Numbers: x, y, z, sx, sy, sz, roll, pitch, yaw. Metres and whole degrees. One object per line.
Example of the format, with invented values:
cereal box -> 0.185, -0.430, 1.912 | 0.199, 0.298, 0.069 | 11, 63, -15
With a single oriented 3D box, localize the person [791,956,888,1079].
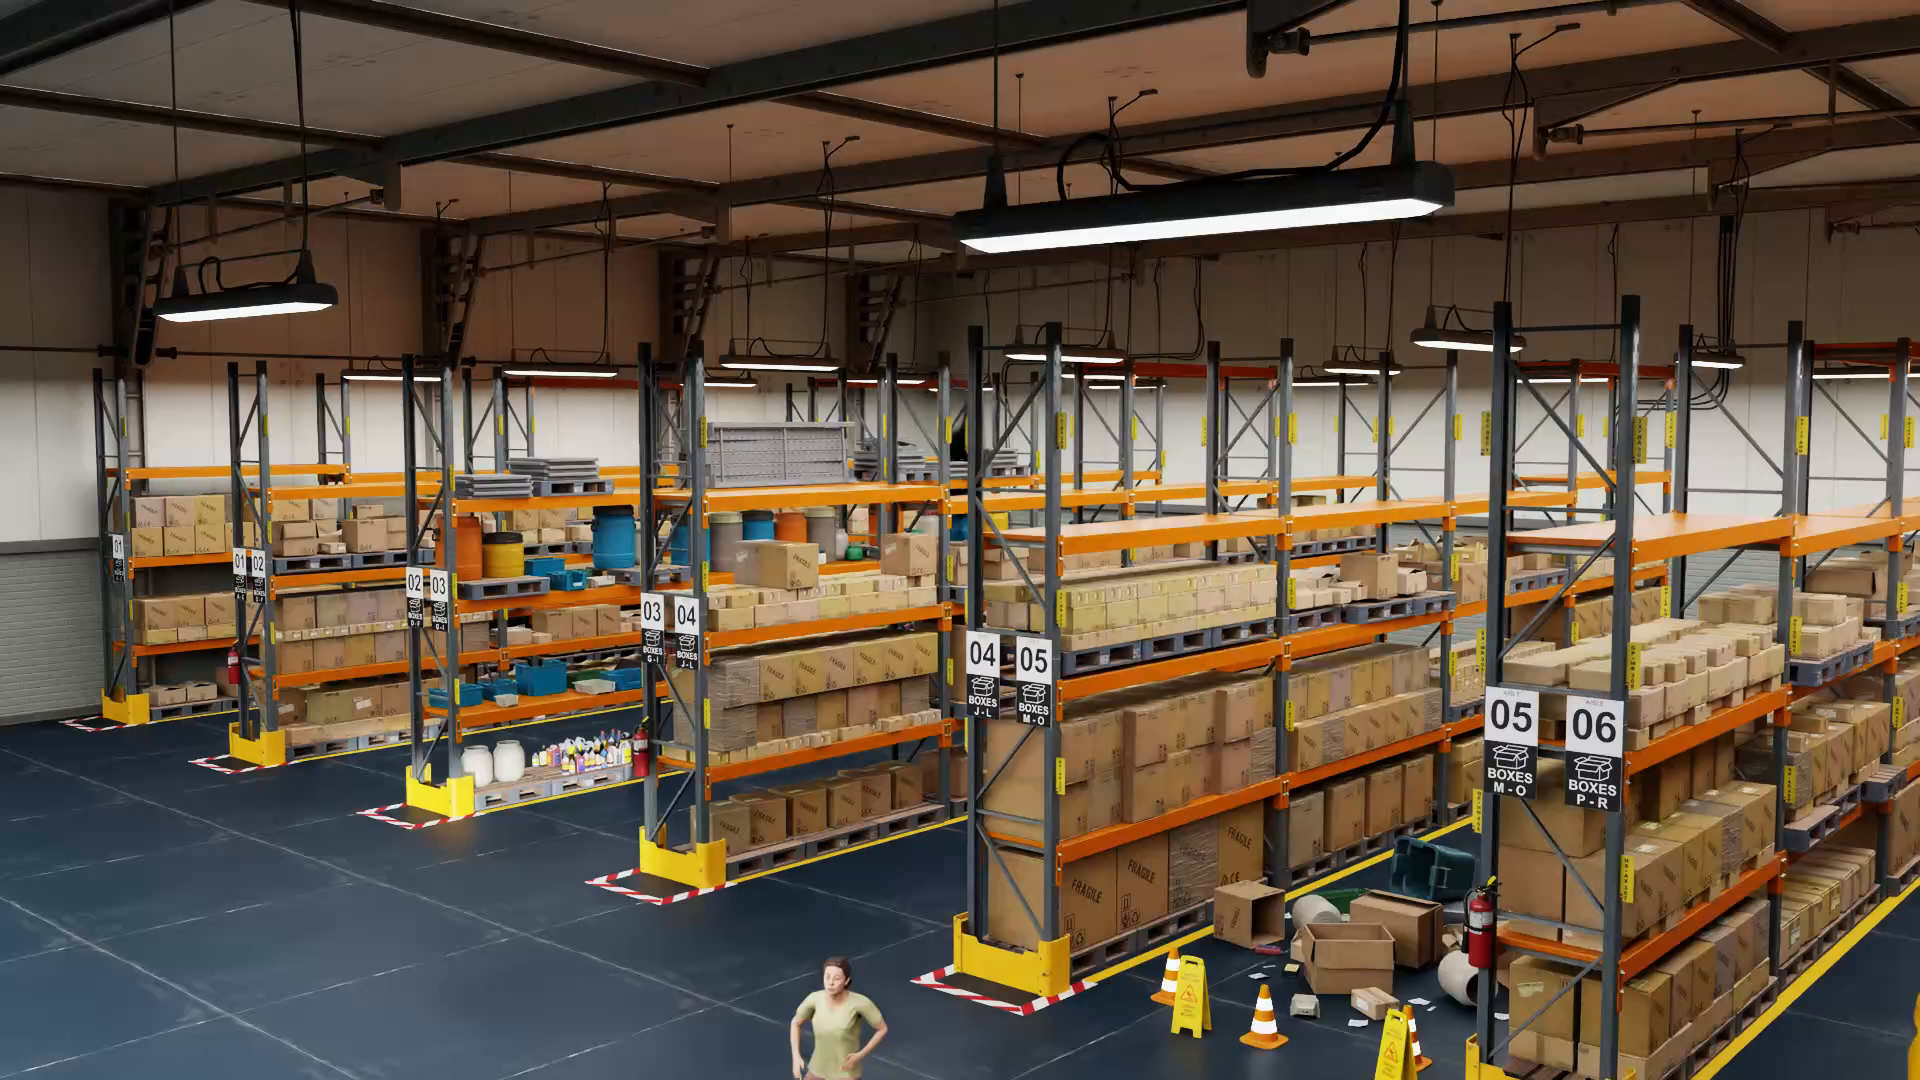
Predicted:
person -> -0.869, 3.561, 11.046 | 0.792, 1.667, 0.677 | 1, 4, 10

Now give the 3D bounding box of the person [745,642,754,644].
person -> -3.623, 2.117, 28.155 | 0.566, 1.590, 0.841 | 3, 5, 39
